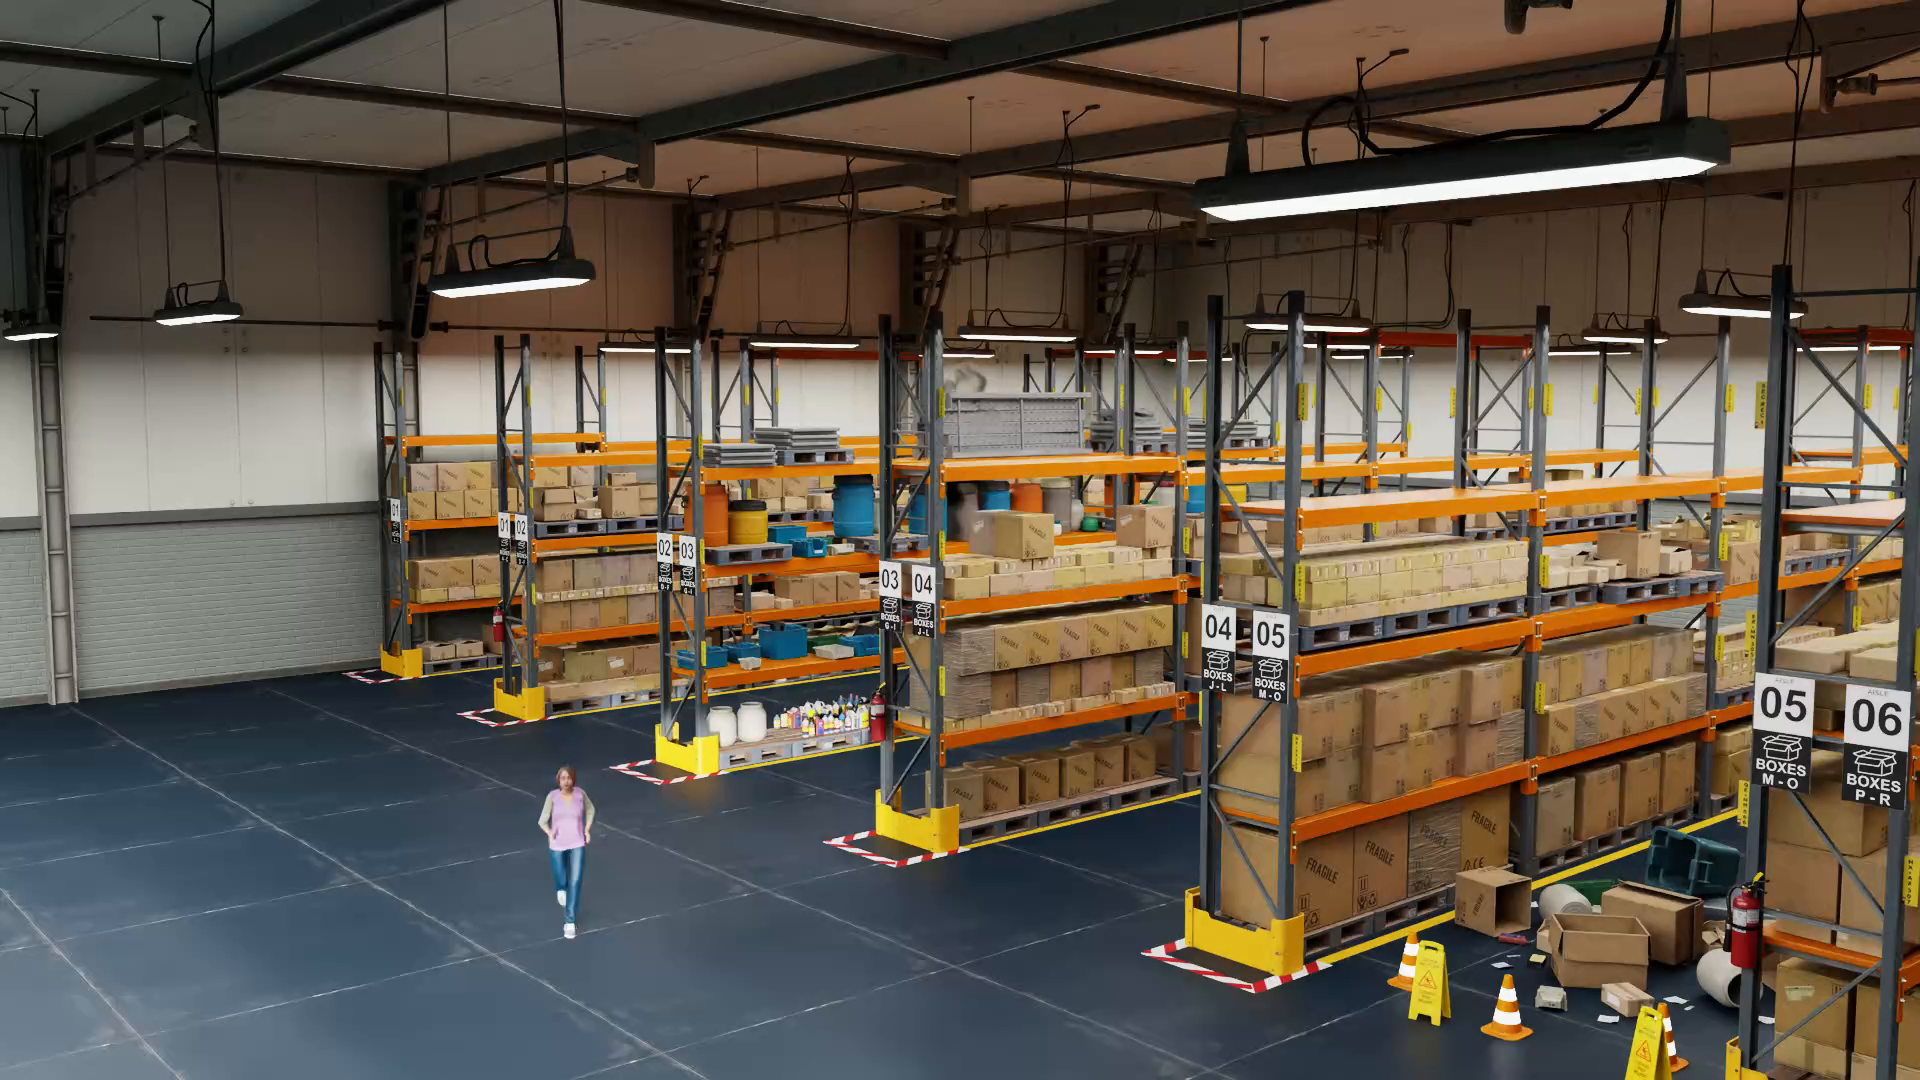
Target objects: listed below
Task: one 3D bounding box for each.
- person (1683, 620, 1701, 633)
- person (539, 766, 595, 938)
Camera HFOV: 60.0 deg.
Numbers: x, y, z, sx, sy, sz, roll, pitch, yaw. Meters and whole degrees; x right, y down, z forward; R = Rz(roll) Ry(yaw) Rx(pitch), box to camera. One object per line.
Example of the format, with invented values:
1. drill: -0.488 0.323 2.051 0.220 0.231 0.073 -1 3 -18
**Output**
1. person: 10.750 2.049 24.396 0.954 1.776 0.632 -5 7 -41
2. person: -3.755 2.937 15.928 0.537 1.585 0.779 -2 5 -16
